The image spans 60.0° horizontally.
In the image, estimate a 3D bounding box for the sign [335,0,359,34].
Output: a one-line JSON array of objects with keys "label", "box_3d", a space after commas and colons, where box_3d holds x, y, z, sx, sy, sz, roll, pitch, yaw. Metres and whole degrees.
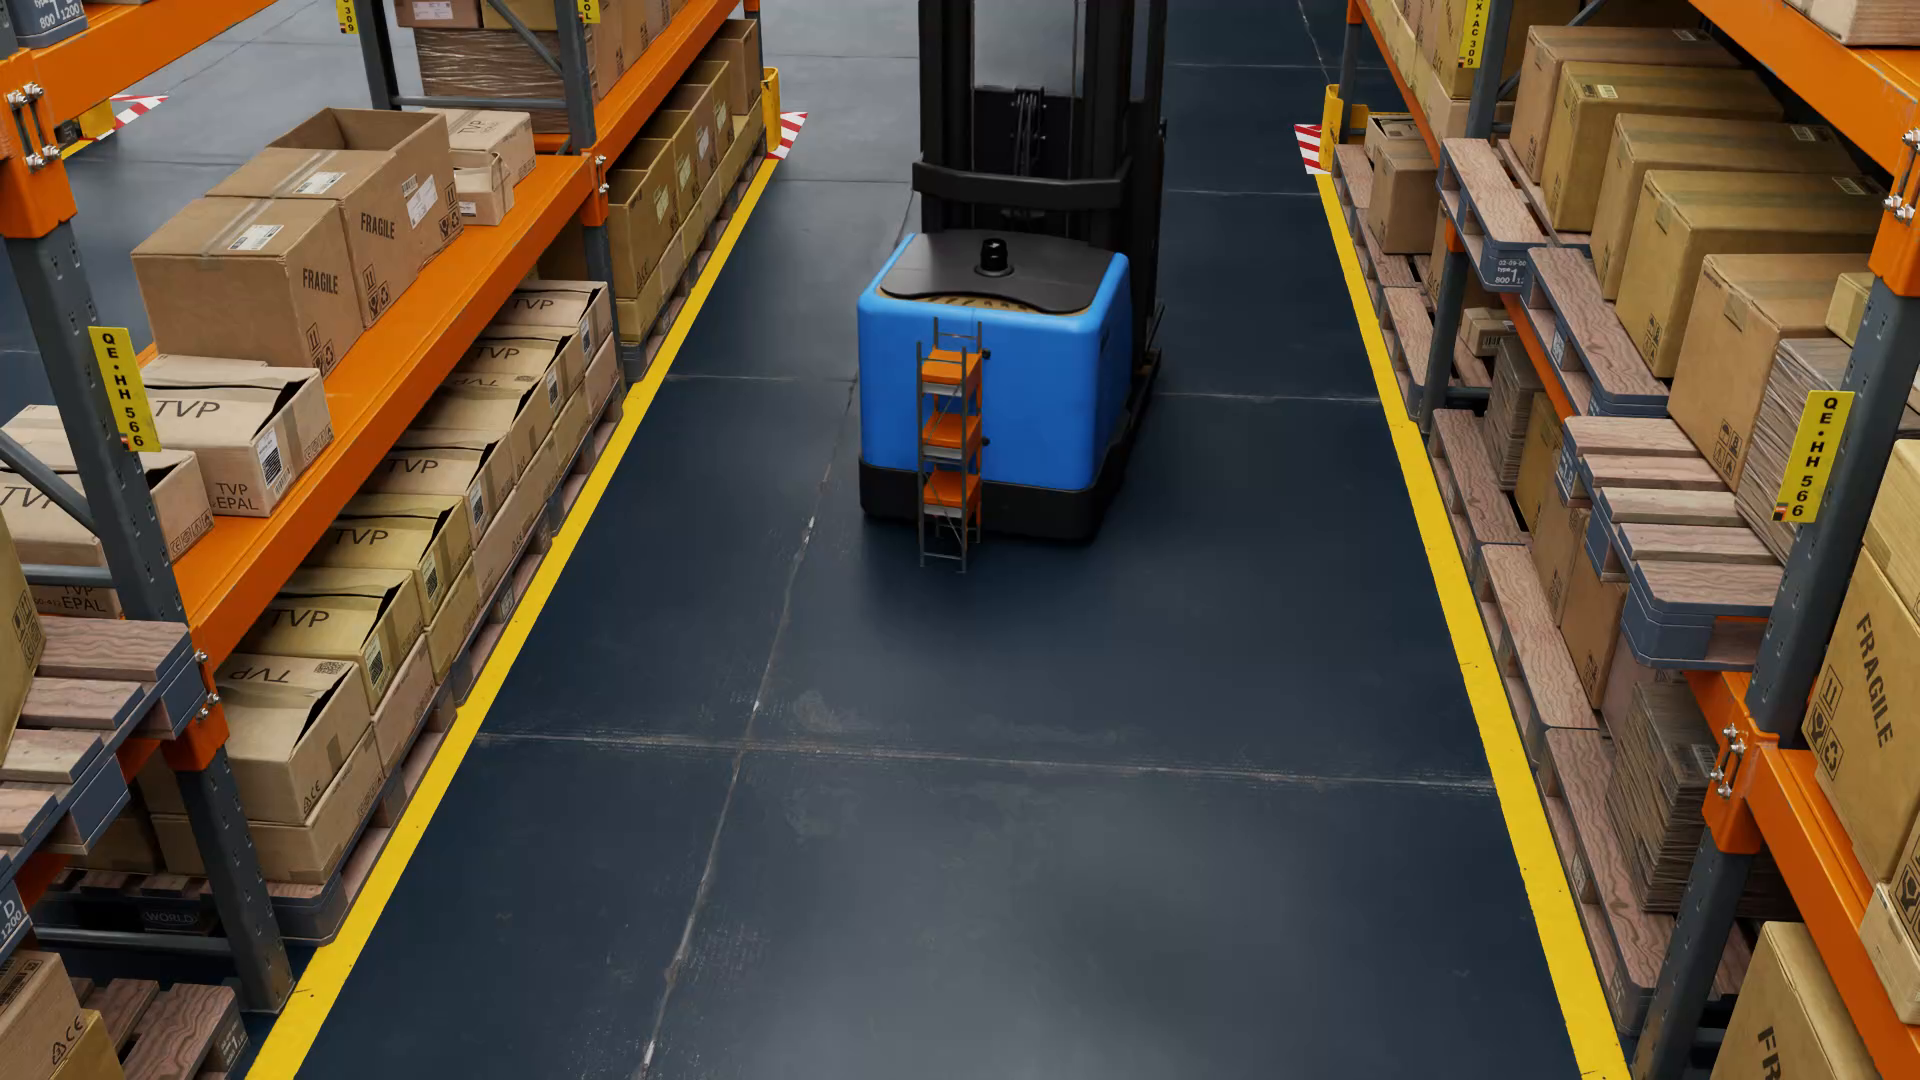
[{"label": "sign", "box_3d": [-2.747, -2.429, 7.432, 0.100, 0.325, 0.005, 2, 32, 4]}]

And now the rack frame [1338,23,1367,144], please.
[{"label": "rack frame", "box_3d": [3.069, -3.886, 10.696, 1.000, 3.000, 0.127, 2, 32, 4]}]

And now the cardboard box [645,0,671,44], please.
[{"label": "cardboard box", "box_3d": [-2.042, -3.085, 9.301, 0.700, 0.500, 0.500, 3, 32, 5]}]

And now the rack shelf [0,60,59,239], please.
[{"label": "rack shelf", "box_3d": [-2.682, 0.163, 1.953, 1.077, 0.370, 4.000, 2, 32, 4]}]

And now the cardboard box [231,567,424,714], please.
[{"label": "cardboard box", "box_3d": [-2.150, 0.304, 5.583, 0.500, 0.311, 0.500, 2, 32, 3]}]

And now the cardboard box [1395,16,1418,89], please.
[{"label": "cardboard box", "box_3d": [2.555, -2.523, 8.609, 0.500, 0.250, 0.500, 2, 32, 4]}]

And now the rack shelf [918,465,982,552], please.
[{"label": "rack shelf", "box_3d": [-0.041, -0.134, 7.016, 0.215, 0.259, 0.240, 8, 33, 13]}]

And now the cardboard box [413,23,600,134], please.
[{"label": "cardboard box", "box_3d": [-2.164, -2.279, 7.993, 0.700, 0.500, 0.500, 2, 32, 3]}]

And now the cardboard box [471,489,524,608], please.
[{"label": "cardboard box", "box_3d": [-2.066, 0.015, 6.587, 0.500, 0.250, 0.500, 3, 32, 5]}]

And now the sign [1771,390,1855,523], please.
[{"label": "sign", "box_3d": [1.876, -0.180, 3.655, 0.100, 0.325, 0.005, 2, 32, 4]}]

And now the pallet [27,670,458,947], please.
[{"label": "pallet", "box_3d": [-2.414, 0.846, 5.676, 1.003, 0.211, 1.213, 2, 32, 4]}]

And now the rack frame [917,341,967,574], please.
[{"label": "rack frame", "box_3d": [-0.072, -0.317, 6.764, 0.200, 1.050, 0.008, 8, 33, 13]}]

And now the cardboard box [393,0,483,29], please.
[{"label": "cardboard box", "box_3d": [-2.385, -2.474, 7.692, 0.380, 0.149, 0.250, 2, 32, 4]}]

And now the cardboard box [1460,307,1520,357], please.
[{"label": "cardboard box", "box_3d": [2.757, -1.056, 8.386, 0.380, 0.166, 0.250, -2, 32, -2]}]

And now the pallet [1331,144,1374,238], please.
[{"label": "pallet", "box_3d": [2.962, -2.236, 10.677, 1.003, 0.211, 1.213, 2, 32, 4]}]

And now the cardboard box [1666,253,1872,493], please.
[{"label": "cardboard box", "box_3d": [2.465, -0.472, 4.642, 0.700, 0.500, 0.500, 0, 32, -1]}]

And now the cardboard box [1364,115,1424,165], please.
[{"label": "cardboard box", "box_3d": [2.923, -2.571, 10.706, 0.500, 0.311, 0.500, -1, 32, -2]}]

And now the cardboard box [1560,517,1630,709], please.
[{"label": "cardboard box", "box_3d": [2.595, 0.270, 5.916, 0.700, 0.500, 0.500, 2, 32, 4]}]

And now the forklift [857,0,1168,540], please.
[{"label": "forklift", "box_3d": [0.418, -2.010, 7.718, 1.130, 2.935, 3.031, 8, 32, 12]}]

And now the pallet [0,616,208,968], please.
[{"label": "pallet", "box_3d": [-2.505, 0.527, 3.719, 1.213, 0.211, 1.003, 2, 32, 4]}]

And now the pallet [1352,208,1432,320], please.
[{"label": "pallet", "box_3d": [2.860, -1.599, 9.644, 1.003, 0.211, 1.213, 2, 32, 4]}]

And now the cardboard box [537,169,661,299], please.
[{"label": "cardboard box", "box_3d": [-1.844, -1.560, 8.429, 0.500, 0.500, 0.500, 2, 32, 4]}]

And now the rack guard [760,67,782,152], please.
[{"label": "rack guard", "box_3d": [-1.866, -3.044, 11.713, 1.175, 0.500, 0.348, 2, 32, 4]}]

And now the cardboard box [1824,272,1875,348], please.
[{"label": "cardboard box", "box_3d": [2.428, -0.559, 4.165, 0.380, 0.149, 0.250, -3, 32, -4]}]

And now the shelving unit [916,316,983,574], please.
[{"label": "shelving unit", "box_3d": [-0.041, -0.379, 6.865, 0.215, 1.050, 0.252, 8, 33, 13]}]

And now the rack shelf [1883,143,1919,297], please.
[{"label": "rack shelf", "box_3d": [2.255, 0.372, 1.613, 1.077, 0.370, 4.000, 2, 32, 4]}]

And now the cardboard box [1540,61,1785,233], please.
[{"label": "cardboard box", "box_3d": [2.616, -1.467, 6.258, 0.700, 0.500, 0.500, 6, 32, 9]}]

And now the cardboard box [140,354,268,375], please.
[{"label": "cardboard box", "box_3d": [-2.472, -0.475, 5.400, 0.380, 0.149, 0.250, 5, 32, 8]}]

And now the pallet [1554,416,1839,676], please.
[{"label": "pallet", "box_3d": [2.370, 0.002, 4.571, 1.213, 0.211, 1.003, 2, 32, 4]}]

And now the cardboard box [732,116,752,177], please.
[{"label": "cardboard box", "box_3d": [-1.646, -2.549, 10.747, 0.500, 0.250, 0.500, 2, 32, 4]}]

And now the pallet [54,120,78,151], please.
[{"label": "pallet", "box_3d": [-6.836, -2.656, 11.358, 1.003, 0.211, 1.213, 2, 32, 4]}]

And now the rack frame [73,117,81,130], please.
[{"label": "rack frame", "box_3d": [-6.805, -4.309, 11.383, 1.000, 3.000, 0.127, 2, 32, 4]}]

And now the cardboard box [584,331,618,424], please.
[{"label": "cardboard box", "box_3d": [-1.939, -0.783, 7.882, 0.500, 0.250, 0.500, 2, 32, 4]}]

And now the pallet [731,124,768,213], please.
[{"label": "pallet", "box_3d": [-1.889, -2.507, 11.116, 1.003, 0.211, 1.213, 2, 32, 4]}]

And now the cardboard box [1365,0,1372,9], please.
[{"label": "cardboard box", "box_3d": [2.685, -3.317, 9.897, 0.500, 0.250, 0.500, 2, 32, 2]}]

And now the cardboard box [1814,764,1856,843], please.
[{"label": "cardboard box", "box_3d": [2.160, 0.558, 3.706, 0.380, 0.149, 0.250, 2, 32, 3]}]

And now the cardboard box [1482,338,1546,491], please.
[{"label": "cardboard box", "box_3d": [2.700, -0.532, 7.217, 0.700, 0.500, 0.500, 3, 32, 6]}]

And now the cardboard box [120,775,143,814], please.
[{"label": "cardboard box", "box_3d": [-2.722, 0.556, 5.174, 0.500, 0.311, 0.500, 3, 32, 5]}]

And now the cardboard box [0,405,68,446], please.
[{"label": "cardboard box", "box_3d": [-2.722, -0.287, 5.097, 0.380, 0.149, 0.250, 2, 32, 4]}]

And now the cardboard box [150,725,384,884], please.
[{"label": "cardboard box", "box_3d": [-2.184, 0.818, 5.284, 0.500, 0.250, 0.500, 2, 32, 4]}]

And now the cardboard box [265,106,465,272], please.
[{"label": "cardboard box", "box_3d": [-2.315, -1.370, 6.519, 0.500, 0.500, 0.500, 5, 32, 8]}]

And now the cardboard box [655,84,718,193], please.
[{"label": "cardboard box", "box_3d": [-1.724, -2.345, 9.702, 0.500, 0.500, 0.500, 2, 32, 4]}]

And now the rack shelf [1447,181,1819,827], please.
[{"label": "rack shelf", "box_3d": [2.581, -0.442, 5.794, 1.077, 0.370, 4.000, 2, 32, 4]}]

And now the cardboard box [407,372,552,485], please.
[{"label": "cardboard box", "box_3d": [-2.020, -0.494, 6.878, 0.500, 0.311, 0.500, 2, 32, 4]}]

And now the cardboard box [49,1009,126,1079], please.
[{"label": "cardboard box", "box_3d": [-2.362, 1.464, 3.979, 0.500, 0.500, 0.500, 4, 32, 6]}]

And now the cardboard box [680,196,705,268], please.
[{"label": "cardboard box", "box_3d": [-1.762, -1.764, 9.474, 0.500, 0.250, 0.500, 2, 32, 4]}]

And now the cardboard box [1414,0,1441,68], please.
[{"label": "cardboard box", "box_3d": [2.509, -2.580, 7.986, 0.500, 0.500, 0.500, 2, 32, 4]}]

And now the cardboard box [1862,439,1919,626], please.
[{"label": "cardboard box", "box_3d": [2.122, 0.042, 3.210, 0.500, 0.250, 0.500, 3, 32, 5]}]
